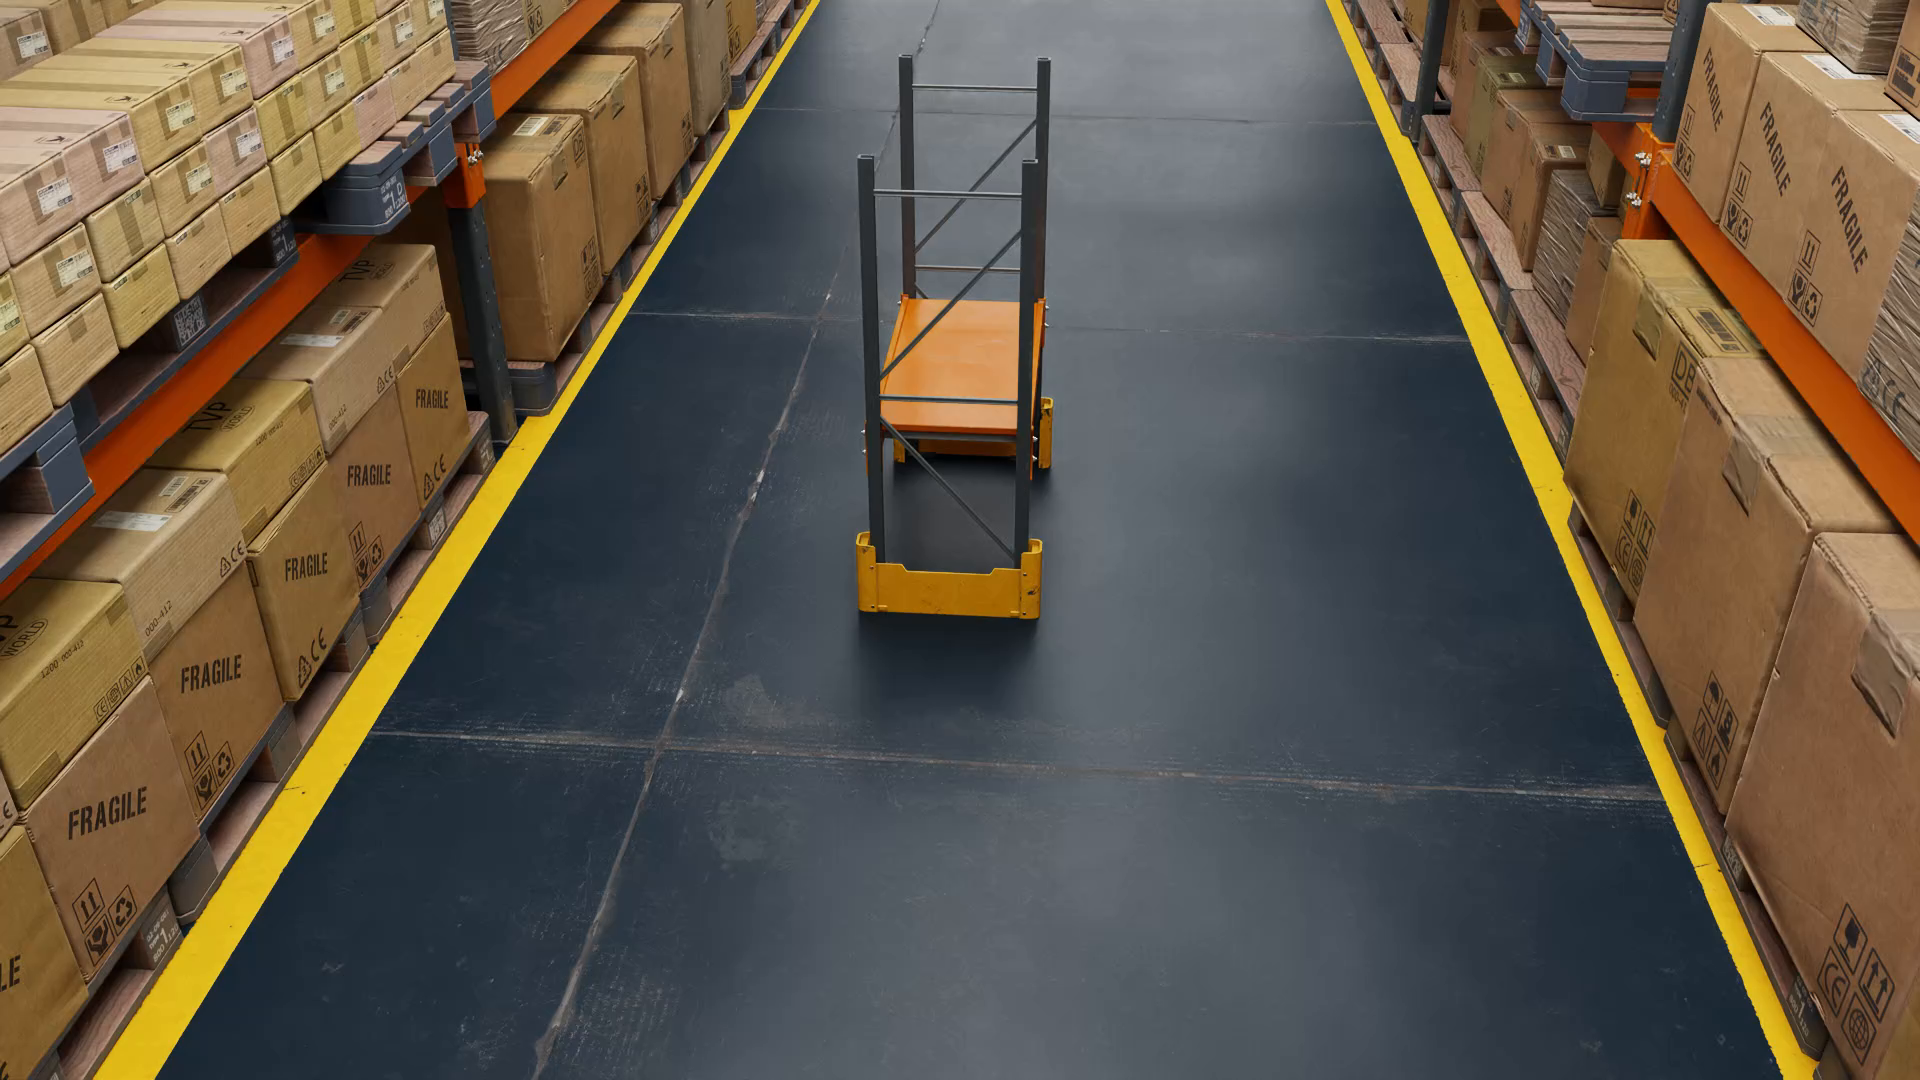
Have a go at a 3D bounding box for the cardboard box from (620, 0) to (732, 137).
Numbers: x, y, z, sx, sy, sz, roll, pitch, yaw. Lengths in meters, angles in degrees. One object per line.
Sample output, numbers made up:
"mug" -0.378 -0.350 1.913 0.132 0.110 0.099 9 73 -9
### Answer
"cardboard box" -1.845 -2.670 8.968 1.050 0.750 0.750 2 32 4

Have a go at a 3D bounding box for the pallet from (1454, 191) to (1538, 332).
"pallet" 2.892 -1.279 7.625 1.003 0.211 1.213 2 32 4

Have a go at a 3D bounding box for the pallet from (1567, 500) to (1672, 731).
"pallet" 2.586 0.175 5.266 1.003 0.211 1.213 2 32 4

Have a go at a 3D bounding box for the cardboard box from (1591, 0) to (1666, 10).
"cardboard box" 2.675 -2.223 6.003 0.700 0.500 0.500 7 32 11

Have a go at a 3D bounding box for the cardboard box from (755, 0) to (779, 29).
"cardboard box" -1.694 -3.850 10.762 0.875 0.875 0.875 3 32 4

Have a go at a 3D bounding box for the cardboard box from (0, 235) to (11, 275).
"cardboard box" -1.982 -0.517 3.001 0.380 0.149 0.250 2 32 3

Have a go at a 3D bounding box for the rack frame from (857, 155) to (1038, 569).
"rack frame" -0.034 -0.417 4.998 0.500 1.500 0.032 2 32 4

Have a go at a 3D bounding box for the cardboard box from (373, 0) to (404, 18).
"cardboard box" -1.816 -1.604 4.766 0.380 0.149 0.250 2 32 3

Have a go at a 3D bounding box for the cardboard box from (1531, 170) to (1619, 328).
"cardboard box" 2.792 -1.187 6.779 0.700 0.500 0.500 0 32 0

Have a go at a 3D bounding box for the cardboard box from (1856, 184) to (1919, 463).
"cardboard box" 2.294 -0.422 3.481 0.500 0.500 0.500 3 32 4

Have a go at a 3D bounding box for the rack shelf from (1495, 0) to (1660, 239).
"rack shelf" 2.888 -2.161 7.083 1.077 0.370 4.000 2 32 4

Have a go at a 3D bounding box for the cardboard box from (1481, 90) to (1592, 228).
"cardboard box" 2.877 -1.775 7.734 0.700 0.500 0.500 0 32 0

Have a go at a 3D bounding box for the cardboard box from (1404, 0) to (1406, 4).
"cardboard box" 3.225 -3.753 10.963 0.500 0.500 0.500 5 32 9

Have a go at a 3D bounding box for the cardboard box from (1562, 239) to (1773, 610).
"cardboard box" 2.648 -0.336 5.061 1.225 0.875 0.875 1 32 2

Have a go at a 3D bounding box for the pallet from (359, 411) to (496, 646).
"pallet" -2.275 -0.091 5.696 1.003 0.211 1.213 2 32 4

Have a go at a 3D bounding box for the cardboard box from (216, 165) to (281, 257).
"cardboard box" -1.902 -0.810 4.045 0.380 0.149 0.250 3 32 5

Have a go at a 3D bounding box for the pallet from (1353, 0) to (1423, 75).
"pallet" 3.167 -3.318 10.934 1.003 0.211 1.213 2 32 4

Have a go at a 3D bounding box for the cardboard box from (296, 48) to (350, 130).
"cardboard box" -1.856 -1.199 4.392 0.380 0.149 0.250 3 32 4

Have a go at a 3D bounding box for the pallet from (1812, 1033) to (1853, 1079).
"pallet" 2.387 1.450 3.195 1.003 0.211 1.213 2 32 4

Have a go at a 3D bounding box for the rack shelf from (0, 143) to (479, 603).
"rack shelf" -2.373 -0.334 4.119 1.077 0.370 4.000 2 32 4

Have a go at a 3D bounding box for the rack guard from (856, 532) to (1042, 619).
"rack guard" -0.034 0.114 5.327 0.587 0.250 0.087 2 32 4

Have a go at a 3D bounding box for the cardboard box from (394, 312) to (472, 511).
"cardboard box" -2.003 -0.446 5.596 0.500 0.500 0.500 2 32 4

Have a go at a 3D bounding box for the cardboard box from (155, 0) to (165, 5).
"cardboard box" -2.460 -1.637 4.820 0.380 0.149 0.250 2 32 3

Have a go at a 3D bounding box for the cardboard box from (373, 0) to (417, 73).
"cardboard box" -1.817 -1.467 4.828 0.380 0.149 0.250 4 32 6

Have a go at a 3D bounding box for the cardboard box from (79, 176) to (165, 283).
"cardboard box" -1.943 -0.666 3.527 0.380 0.149 0.250 2 32 3

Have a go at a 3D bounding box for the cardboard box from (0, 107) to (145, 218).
"cardboard box" -1.941 -0.782 3.432 0.380 0.149 0.250 4 32 6

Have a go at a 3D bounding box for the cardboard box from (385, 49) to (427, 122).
"cardboard box" -1.814 -1.351 4.922 0.380 0.149 0.250 2 32 4

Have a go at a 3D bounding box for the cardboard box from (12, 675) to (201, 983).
"cardboard box" -2.170 0.639 3.836 0.500 0.500 0.500 4 32 6

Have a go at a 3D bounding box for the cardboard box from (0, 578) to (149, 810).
"cardboard box" -2.171 0.318 3.643 0.500 0.250 0.500 3 32 5

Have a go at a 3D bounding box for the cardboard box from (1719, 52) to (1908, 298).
"cardboard box" 2.375 -0.952 4.340 0.500 0.500 0.500 2 32 3

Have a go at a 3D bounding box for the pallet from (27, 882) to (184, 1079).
"pallet" -2.474 1.185 3.625 1.003 0.211 1.213 2 32 4

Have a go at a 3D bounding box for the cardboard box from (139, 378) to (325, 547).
"cardboard box" -2.092 -0.222 4.518 0.500 0.250 0.500 3 32 5

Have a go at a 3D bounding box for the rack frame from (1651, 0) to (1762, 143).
"rack frame" 2.725 -1.422 5.198 1.000 3.000 0.127 2 32 4

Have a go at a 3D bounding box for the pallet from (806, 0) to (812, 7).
"pallet" -1.546 -4.261 12.463 1.003 0.211 1.213 2 32 4

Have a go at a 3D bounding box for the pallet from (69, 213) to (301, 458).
"pallet" -2.330 -0.568 3.995 1.003 0.211 1.213 2 32 4

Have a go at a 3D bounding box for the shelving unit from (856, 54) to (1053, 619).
"shelving unit" 0.006 -0.678 5.421 0.587 1.500 1.083 2 32 4

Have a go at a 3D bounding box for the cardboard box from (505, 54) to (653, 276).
"cardboard box" -2.003 -1.679 7.360 1.050 0.750 0.750 3 32 5

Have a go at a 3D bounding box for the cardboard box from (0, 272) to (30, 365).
"cardboard box" -1.985 -0.386 3.073 0.380 0.149 0.250 1 32 2

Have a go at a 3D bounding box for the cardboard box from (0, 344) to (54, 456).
"cardboard box" -1.983 -0.260 3.152 0.380 0.149 0.250 3 32 4

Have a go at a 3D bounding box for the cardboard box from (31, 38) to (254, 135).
"cardboard box" -1.901 -1.059 3.882 0.380 0.149 0.250 4 32 6

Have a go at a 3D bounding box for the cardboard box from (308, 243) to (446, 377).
"cardboard box" -2.005 -0.751 5.378 0.500 0.250 0.500 2 32 3

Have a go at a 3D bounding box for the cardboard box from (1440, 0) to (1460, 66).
"cardboard box" 3.162 -3.135 9.960 0.500 0.500 0.500 13 34 19

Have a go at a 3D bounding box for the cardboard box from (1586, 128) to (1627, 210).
"cardboard box" 2.783 -1.493 6.563 0.500 0.250 0.500 6 32 10

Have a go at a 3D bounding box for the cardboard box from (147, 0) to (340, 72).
"cardboard box" -1.855 -1.328 4.317 0.380 0.149 0.250 3 32 5

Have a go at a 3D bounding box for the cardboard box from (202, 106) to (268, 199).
"cardboard box" -1.899 -0.932 3.960 0.380 0.149 0.250 3 32 5

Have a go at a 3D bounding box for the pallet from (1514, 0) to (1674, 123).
"pallet" 2.677 -1.717 5.860 1.213 0.211 1.003 2 32 4

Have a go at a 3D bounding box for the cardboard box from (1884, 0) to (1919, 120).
"cardboard box" 2.594 -1.169 3.736 0.797 0.503 0.637 3 32 5

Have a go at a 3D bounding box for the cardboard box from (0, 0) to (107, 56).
"cardboard box" -2.507 -1.371 4.387 0.380 0.149 0.250 1 32 2

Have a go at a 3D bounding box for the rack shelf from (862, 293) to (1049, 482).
"rack shelf" 0.007 -0.530 5.523 0.538 0.185 1.000 2 32 4

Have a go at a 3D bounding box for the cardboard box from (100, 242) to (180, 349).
"cardboard box" -1.944 -0.536 3.600 0.380 0.149 0.250 2 32 3

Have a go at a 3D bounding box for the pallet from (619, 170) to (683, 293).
"pallet" -1.969 -1.544 8.055 1.003 0.211 1.213 2 32 4

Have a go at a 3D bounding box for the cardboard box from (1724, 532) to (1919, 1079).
"cardboard box" 2.504 0.593 3.554 1.225 0.875 0.875 1 32 2

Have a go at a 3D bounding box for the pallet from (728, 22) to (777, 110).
"pallet" -1.745 -2.985 10.393 1.003 0.211 1.213 2 32 4

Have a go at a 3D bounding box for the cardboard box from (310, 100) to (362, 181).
"cardboard box" -1.859 -1.086 4.492 0.380 0.149 0.250 2 32 3

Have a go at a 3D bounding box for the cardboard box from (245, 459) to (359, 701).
"cardboard box" -2.076 0.103 4.706 0.500 0.500 0.500 1 32 2

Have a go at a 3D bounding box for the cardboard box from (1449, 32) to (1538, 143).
"cardboard box" 2.979 -2.316 8.613 0.700 0.500 0.500 0 32 0

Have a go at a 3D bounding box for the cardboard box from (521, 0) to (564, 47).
"cardboard box" -1.866 -2.218 6.395 0.500 0.500 0.500 2 32 4
